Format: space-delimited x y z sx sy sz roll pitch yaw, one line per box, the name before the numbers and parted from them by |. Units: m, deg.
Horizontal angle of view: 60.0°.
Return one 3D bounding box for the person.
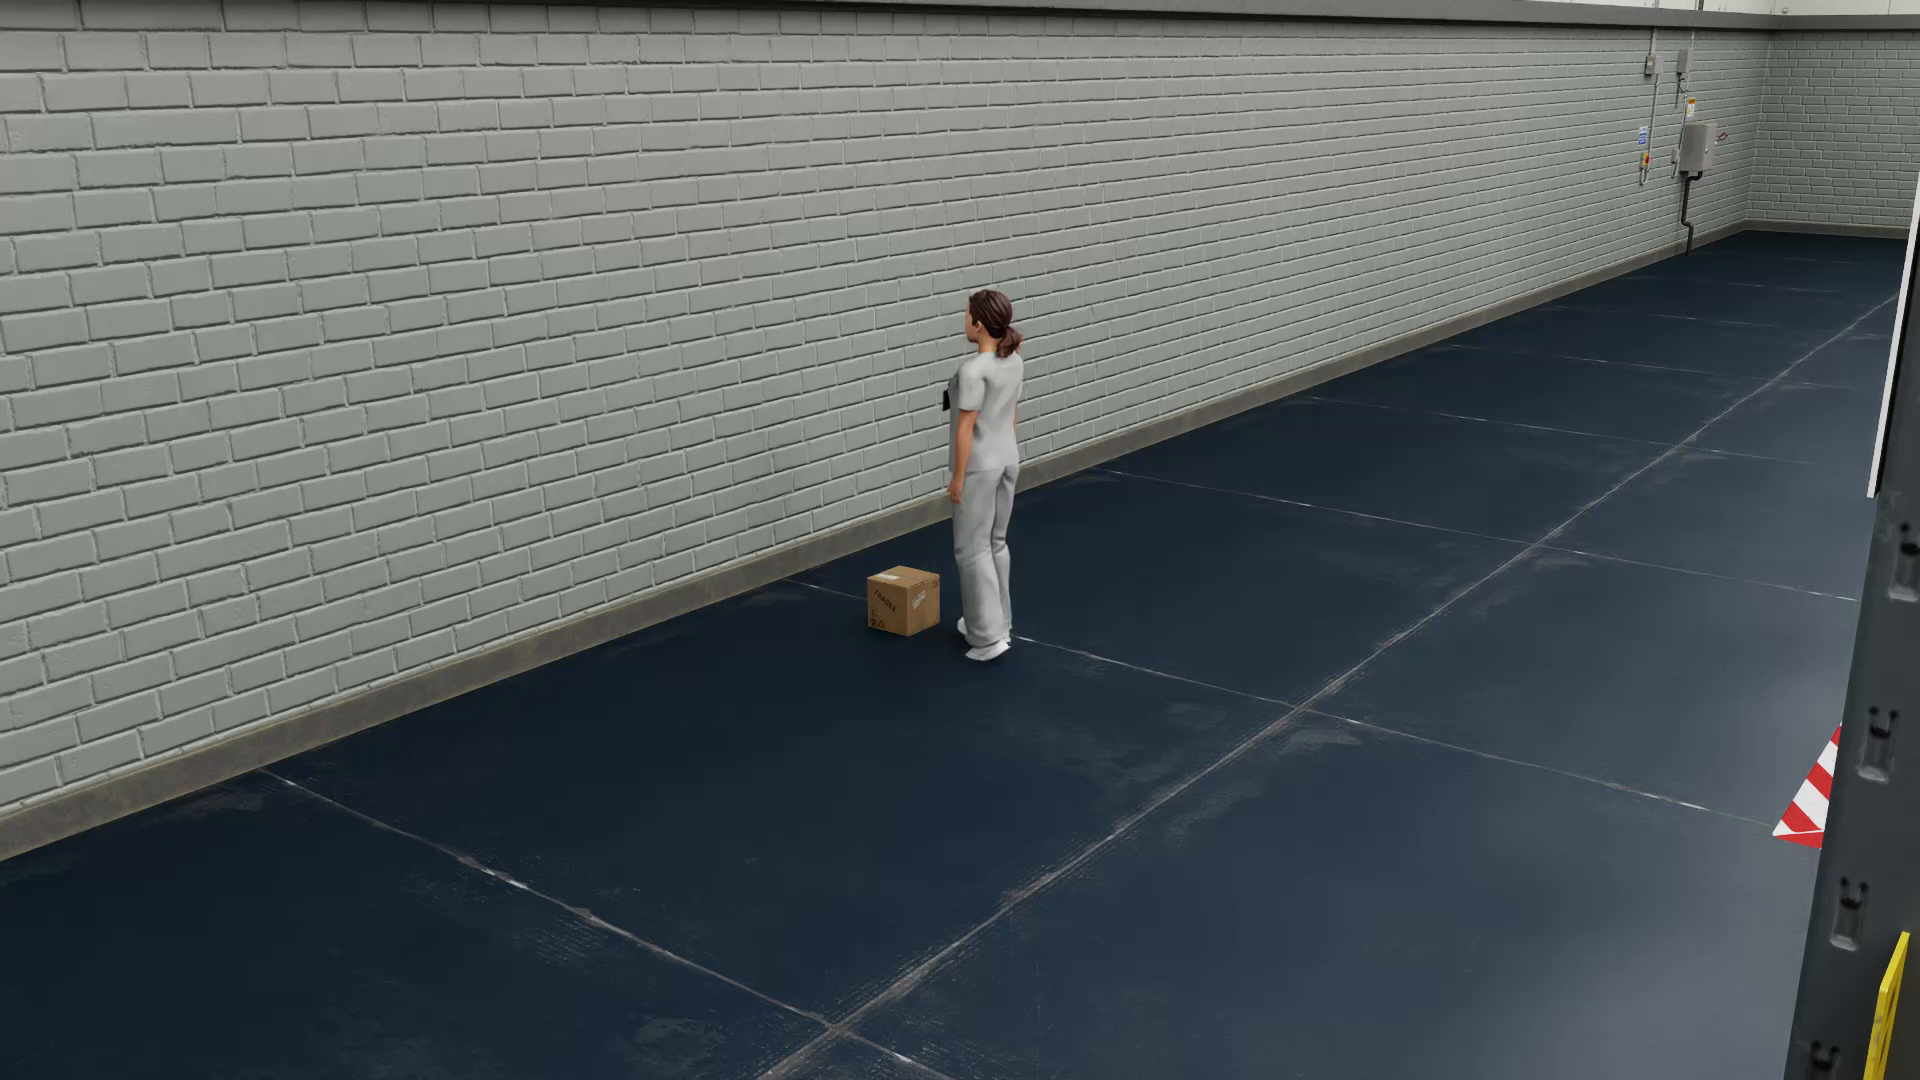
person | 0.108 -0.274 7.574 0.438 1.732 0.441 12 21 36
